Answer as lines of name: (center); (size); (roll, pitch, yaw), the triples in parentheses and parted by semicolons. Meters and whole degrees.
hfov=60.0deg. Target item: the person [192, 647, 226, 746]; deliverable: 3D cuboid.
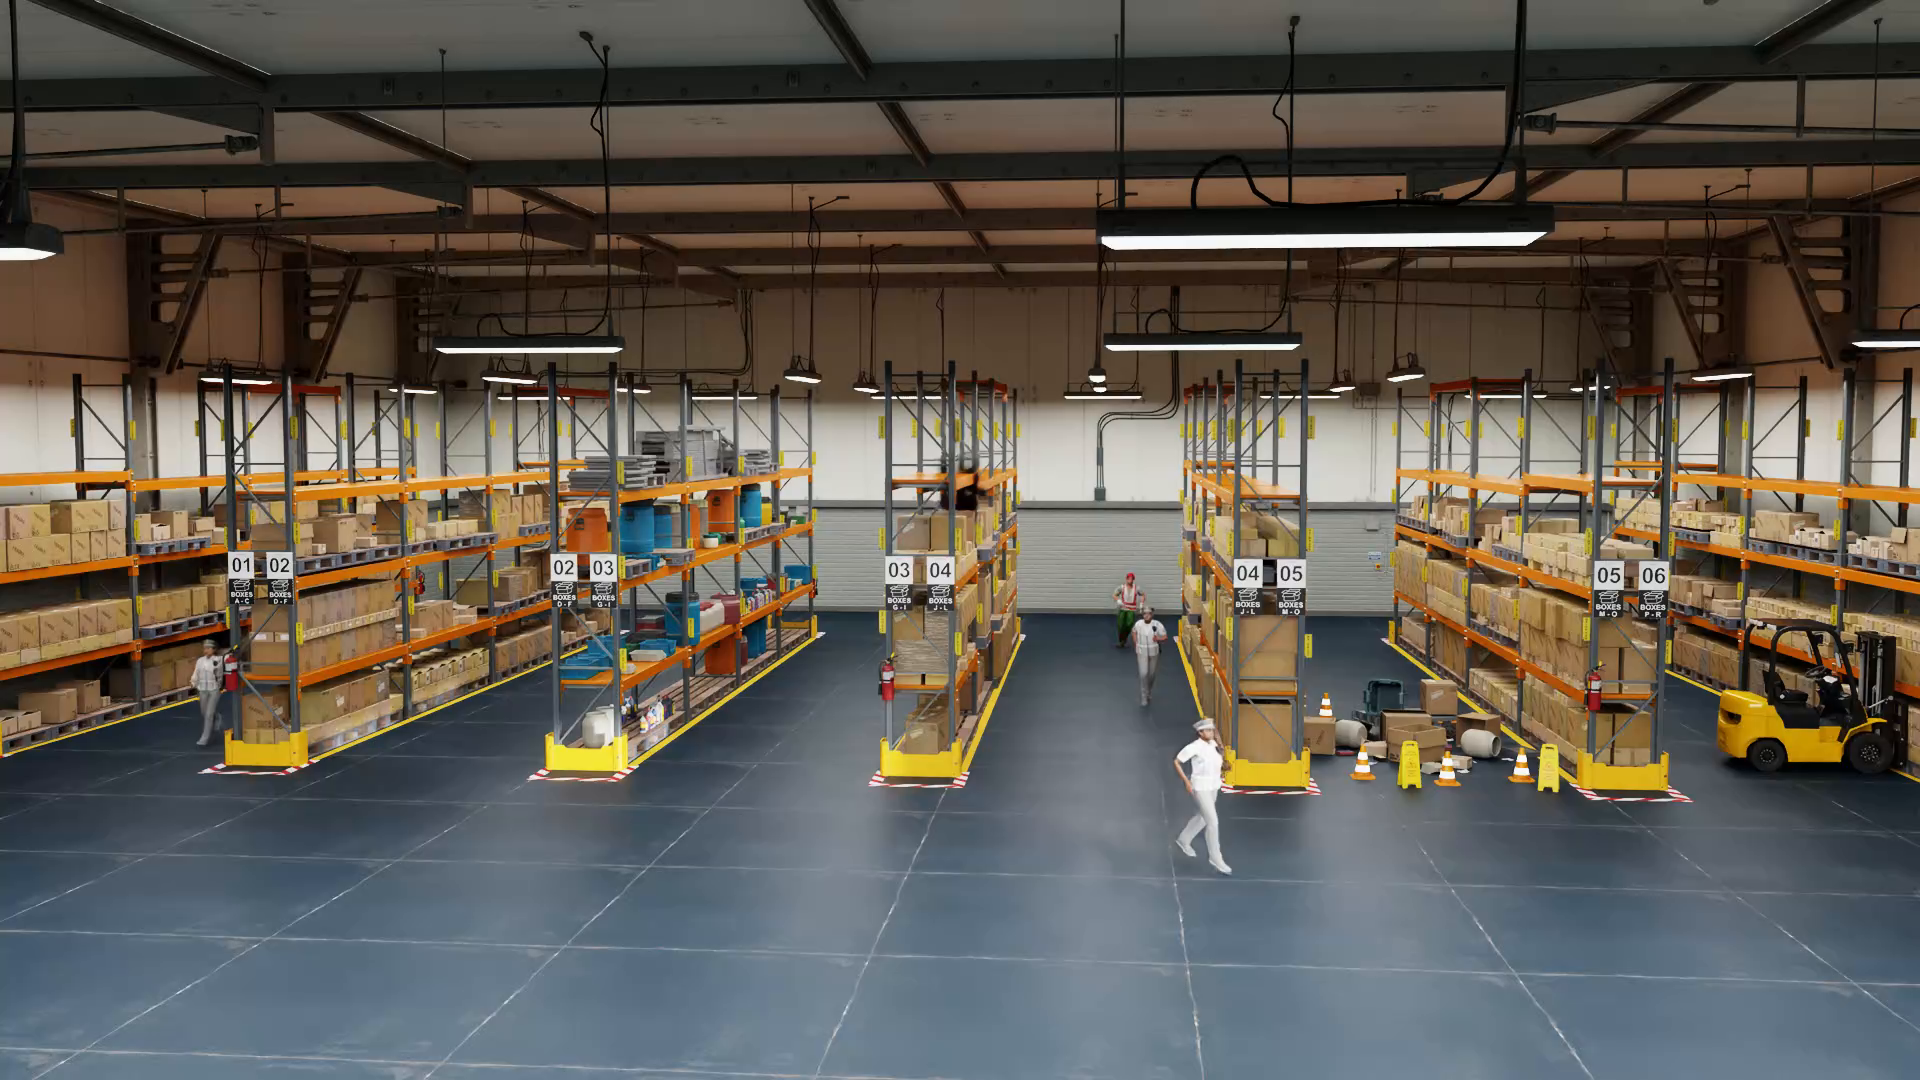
person: (-11.997, 2.435, 26.635); (0.630, 1.612, 0.949); (0, 4, 1)

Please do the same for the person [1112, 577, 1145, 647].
person: (3.877, 1.640, 38.284); (0.754, 1.676, 0.578); (1, 4, 9)

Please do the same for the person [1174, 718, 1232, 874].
person: (2.799, 2.887, 19.091); (0.866, 1.727, 0.563); (4, 5, 44)

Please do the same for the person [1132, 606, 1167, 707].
person: (3.486, 2.114, 30.553); (0.636, 1.826, 0.865); (0, 4, 4)
